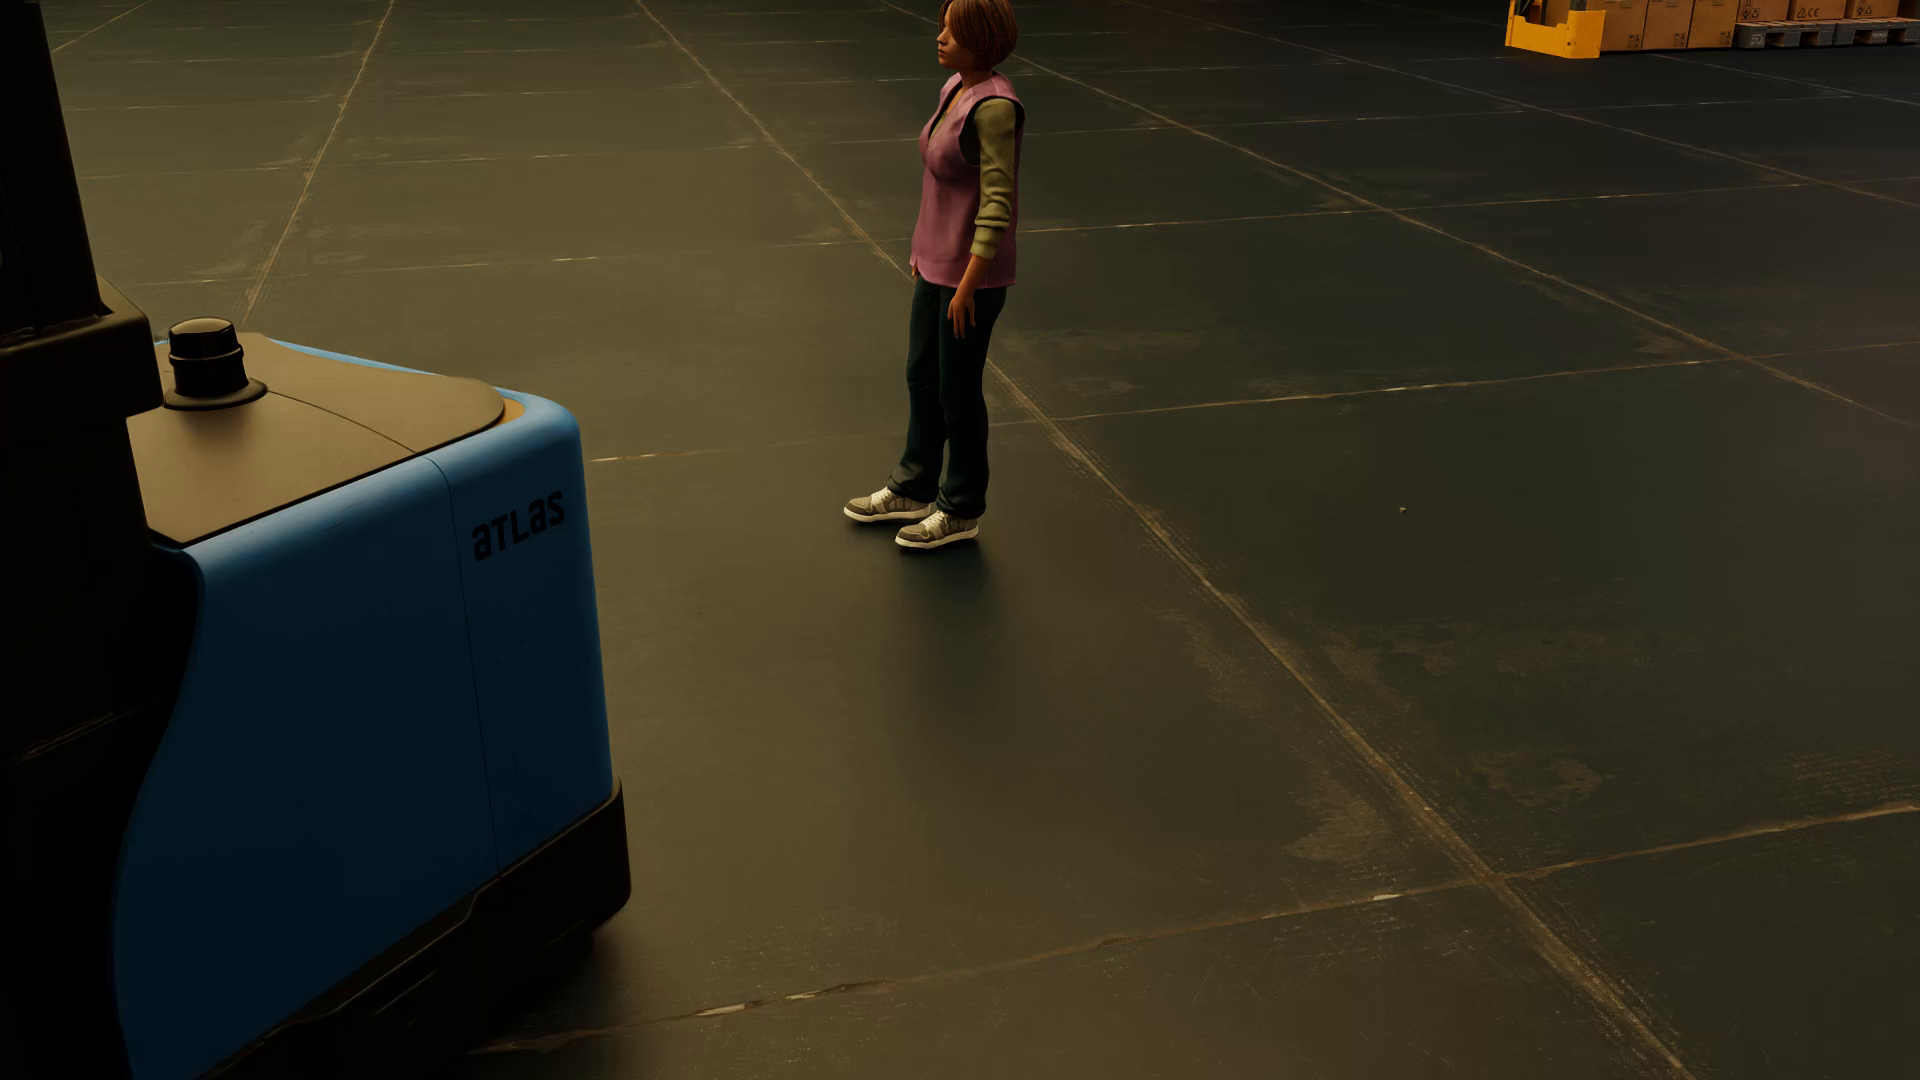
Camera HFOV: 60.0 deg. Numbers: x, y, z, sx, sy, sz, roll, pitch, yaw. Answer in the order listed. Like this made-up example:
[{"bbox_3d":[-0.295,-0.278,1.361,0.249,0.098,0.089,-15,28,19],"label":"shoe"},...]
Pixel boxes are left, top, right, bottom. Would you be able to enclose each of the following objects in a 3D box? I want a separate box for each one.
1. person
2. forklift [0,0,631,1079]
[{"bbox_3d":[-0.076,-0.739,4.732,0.473,1.599,0.520,-6,24,-14],"label":"person"},{"bbox_3d":[-1.826,-0.198,1.776,1.130,2.935,3.031,13,26,28],"label":"forklift"}]
